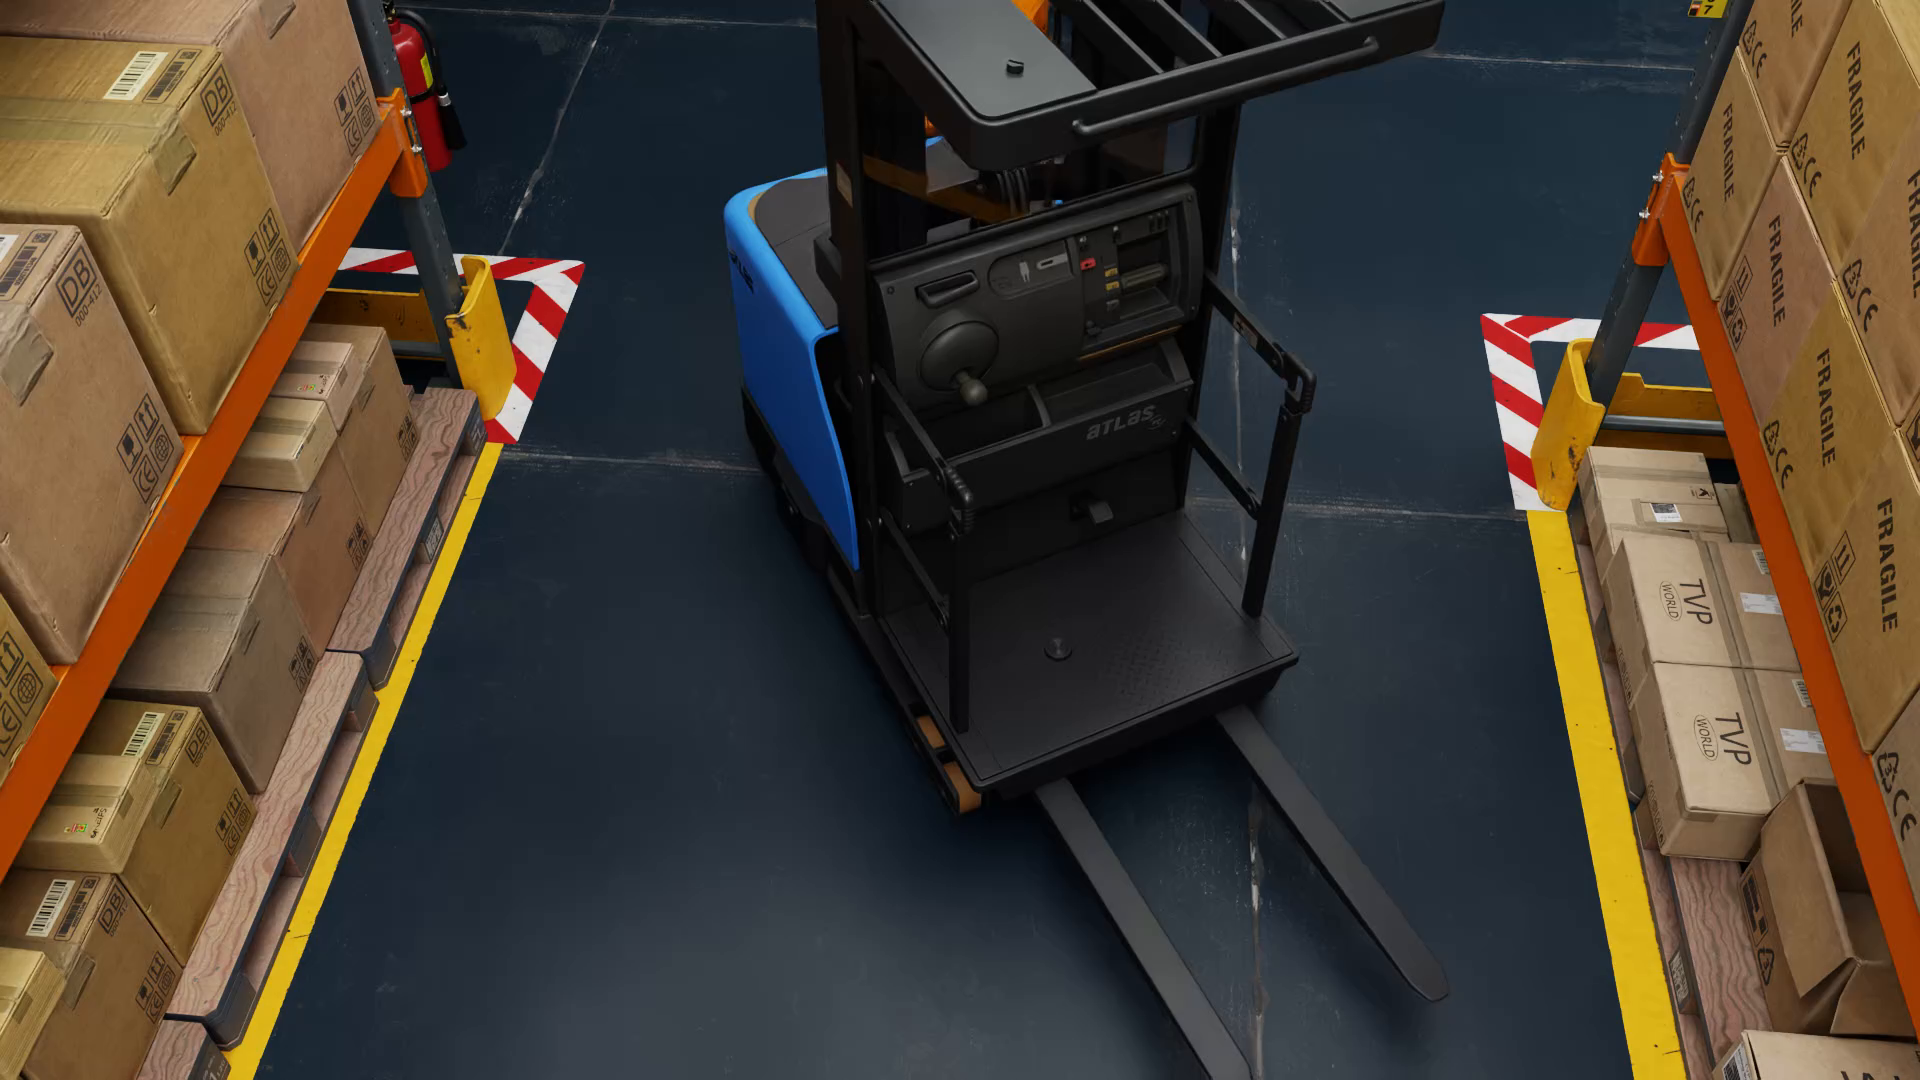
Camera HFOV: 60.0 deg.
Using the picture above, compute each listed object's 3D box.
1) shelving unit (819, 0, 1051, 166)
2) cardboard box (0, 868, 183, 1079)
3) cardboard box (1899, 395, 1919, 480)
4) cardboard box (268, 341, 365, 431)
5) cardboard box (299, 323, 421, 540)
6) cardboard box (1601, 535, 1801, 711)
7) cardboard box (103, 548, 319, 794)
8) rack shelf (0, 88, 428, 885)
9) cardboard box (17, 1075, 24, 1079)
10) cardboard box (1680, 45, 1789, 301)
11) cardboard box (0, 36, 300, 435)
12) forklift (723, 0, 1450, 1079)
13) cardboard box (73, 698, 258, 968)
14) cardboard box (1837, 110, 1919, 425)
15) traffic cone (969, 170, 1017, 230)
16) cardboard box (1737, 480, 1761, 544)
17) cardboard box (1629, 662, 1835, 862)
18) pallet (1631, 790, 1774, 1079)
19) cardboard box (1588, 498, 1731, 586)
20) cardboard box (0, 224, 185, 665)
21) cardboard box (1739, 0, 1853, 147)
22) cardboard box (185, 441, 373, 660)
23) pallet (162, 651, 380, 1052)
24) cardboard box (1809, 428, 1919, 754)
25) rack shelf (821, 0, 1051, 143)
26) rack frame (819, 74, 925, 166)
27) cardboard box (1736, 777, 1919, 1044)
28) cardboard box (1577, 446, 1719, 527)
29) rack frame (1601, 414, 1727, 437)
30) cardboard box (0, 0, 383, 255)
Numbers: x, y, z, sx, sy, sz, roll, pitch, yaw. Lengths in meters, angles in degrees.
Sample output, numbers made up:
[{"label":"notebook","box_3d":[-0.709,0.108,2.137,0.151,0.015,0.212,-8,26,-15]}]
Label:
[{"label":"shelving unit","box_3d":[-0.071,-1.514,6.372,0.538,1.125,1.048,15,49,13]},{"label":"cardboard box","box_3d":[-2.428,1.137,4.087,0.700,0.500,0.500,3,48,3]},{"label":"cardboard box","box_3d":[2.211,-0.200,3.155,0.500,0.500,0.500,3,48,3]},{"label":"cardboard box","box_3d":[-2.078,-0.482,5.128,0.380,0.149,0.250,3,48,3]},{"label":"cardboard box","box_3d":[-2.247,-0.370,5.465,0.700,0.500,0.500,4,48,4]},{"label":"cardboard box","box_3d":[2.273,0.265,5.040,0.500,0.250,0.500,4,48,4]},{"label":"cardboard box","box_3d":[-2.338,0.368,4.790,0.700,0.500,0.500,2,48,2]},{"label":"rack shelf","box_3d":[-2.465,0.120,4.095,1.077,0.370,4.000,4,48,4]},{"label":"cardboard box","box_3d":[-2.477,1.506,3.749,0.700,0.500,0.500,4,48,4]},{"label":"cardboard box","box_3d":[2.347,-0.988,4.553,0.500,0.500,0.500,5,48,4]},{"label":"cardboard box","box_3d":[-2.375,-0.783,4.230,0.980,0.700,0.700,4,48,3]},{"label":"forklift","box_3d":[0.325,-0.546,4.263,1.130,2.935,3.031,-20,51,-17]},{"label":"cardboard box","box_3d":[-2.379,0.760,4.431,0.700,0.500,0.500,5,48,4]},{"label":"cardboard box","box_3d":[2.257,-0.573,3.496,0.500,0.500,0.500,4,48,4]},{"label":"traffic cone","box_3d":[0.090,-0.585,4.817,0.206,1.202,0.290,4,48,4]},{"label":"cardboard box","box_3d":[2.846,-0.151,5.251,0.500,0.500,0.500,4,48,4]},{"label":"cardboard box","box_3d":[2.227,0.633,4.704,0.500,0.250,0.500,4,48,4]},{"label":"pallet","box_3d":[2.458,1.215,4.496,1.003,0.211,1.213,4,48,4]},{"label":"cardboard box","box_3d":[2.247,0.014,5.326,0.380,0.166,0.250,4,48,4]},{"label":"cardboard box","box_3d":[-2.453,-0.223,3.718,0.980,0.700,0.700,2,48,2]},{"label":"cardboard box","box_3d":[2.347,-1.325,4.184,0.500,0.500,0.500,5,48,5]},{"label":"cardboard box","box_3d":[-2.293,-0.002,5.128,0.700,0.500,0.500,4,48,3]},{"label":"pallet","box_3d":[-2.392,0.835,4.843,1.003,0.211,1.213,4,48,4]},{"label":"cardboard box","box_3d":[2.210,0.128,3.533,0.500,0.500,0.500,4,48,4]},{"label":"rack shelf","box_3d":[-0.071,-1.712,6.156,0.538,0.278,1.000,15,49,13]},{"label":"rack frame","box_3d":[-0.240,-1.160,6.049,0.500,1.125,0.032,15,49,13]},{"label":"cardboard box","box_3d":[2.452,0.990,4.205,0.797,0.503,0.637,4,48,4]},{"label":"cardboard box","box_3d":[2.270,-0.164,5.501,0.380,0.149,0.250,4,48,4]},{"label":"rack frame","box_3d":[2.647,-1.262,4.872,0.949,2.616,0.053,4,48,4]},{"label":"cardboard box","box_3d":[-2.320,-1.318,4.720,0.980,0.700,0.700,6,48,5]}]
